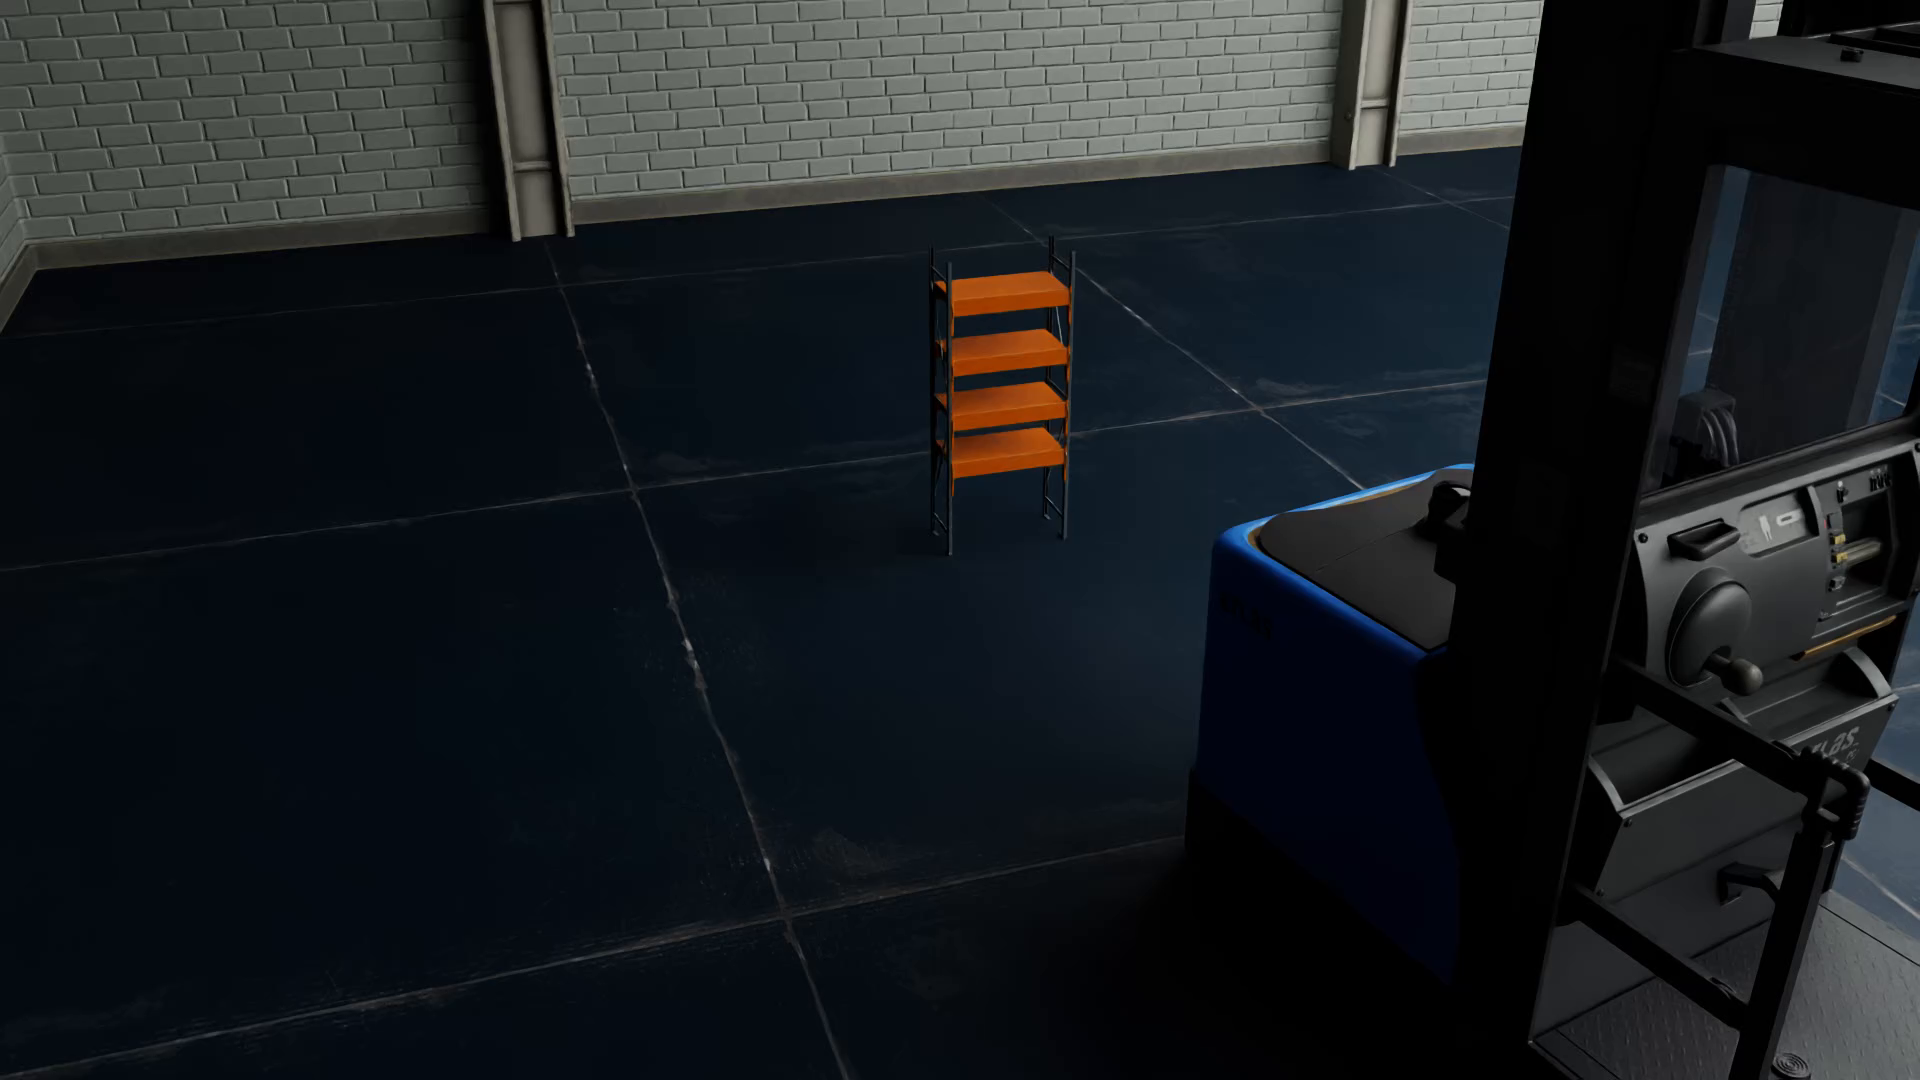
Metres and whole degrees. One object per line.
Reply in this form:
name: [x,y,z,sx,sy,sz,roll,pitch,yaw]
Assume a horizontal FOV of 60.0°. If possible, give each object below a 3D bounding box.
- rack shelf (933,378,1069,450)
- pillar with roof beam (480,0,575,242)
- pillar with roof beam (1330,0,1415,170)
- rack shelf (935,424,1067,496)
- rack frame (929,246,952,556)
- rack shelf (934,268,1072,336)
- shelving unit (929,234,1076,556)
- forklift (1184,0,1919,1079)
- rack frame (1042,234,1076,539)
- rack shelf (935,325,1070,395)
rack shelf: [0.157,-0.500,6.559,0.480,0.148,0.258,-8,28,-16]
pillar with roof beam: [-1.374,-4.198,5.086,0.400,9.000,9.100,-8,28,-16]
pillar with roof beam: [4.331,-5.024,6.750,0.400,9.000,9.100,-8,28,-16]
rack shelf: [0.157,-0.322,6.647,0.480,0.148,0.258,-8,28,-16]
rack frame: [-0.075,-0.527,6.461,0.015,1.200,0.240,-8,28,-16]
rack shelf: [0.157,-0.912,6.354,0.480,0.148,0.258,-8,28,-16]
shelving unit: [0.157,-0.560,6.529,0.503,1.200,0.258,-8,28,-16]
forklift: [1.826,0.083,3.287,1.130,2.935,3.031,-15,30,-27]
rack frame: [0.389,-0.594,6.597,0.015,1.200,0.240,-8,28,-16]
rack shelf: [0.157,-0.700,6.460,0.480,0.148,0.258,-8,28,-16]
